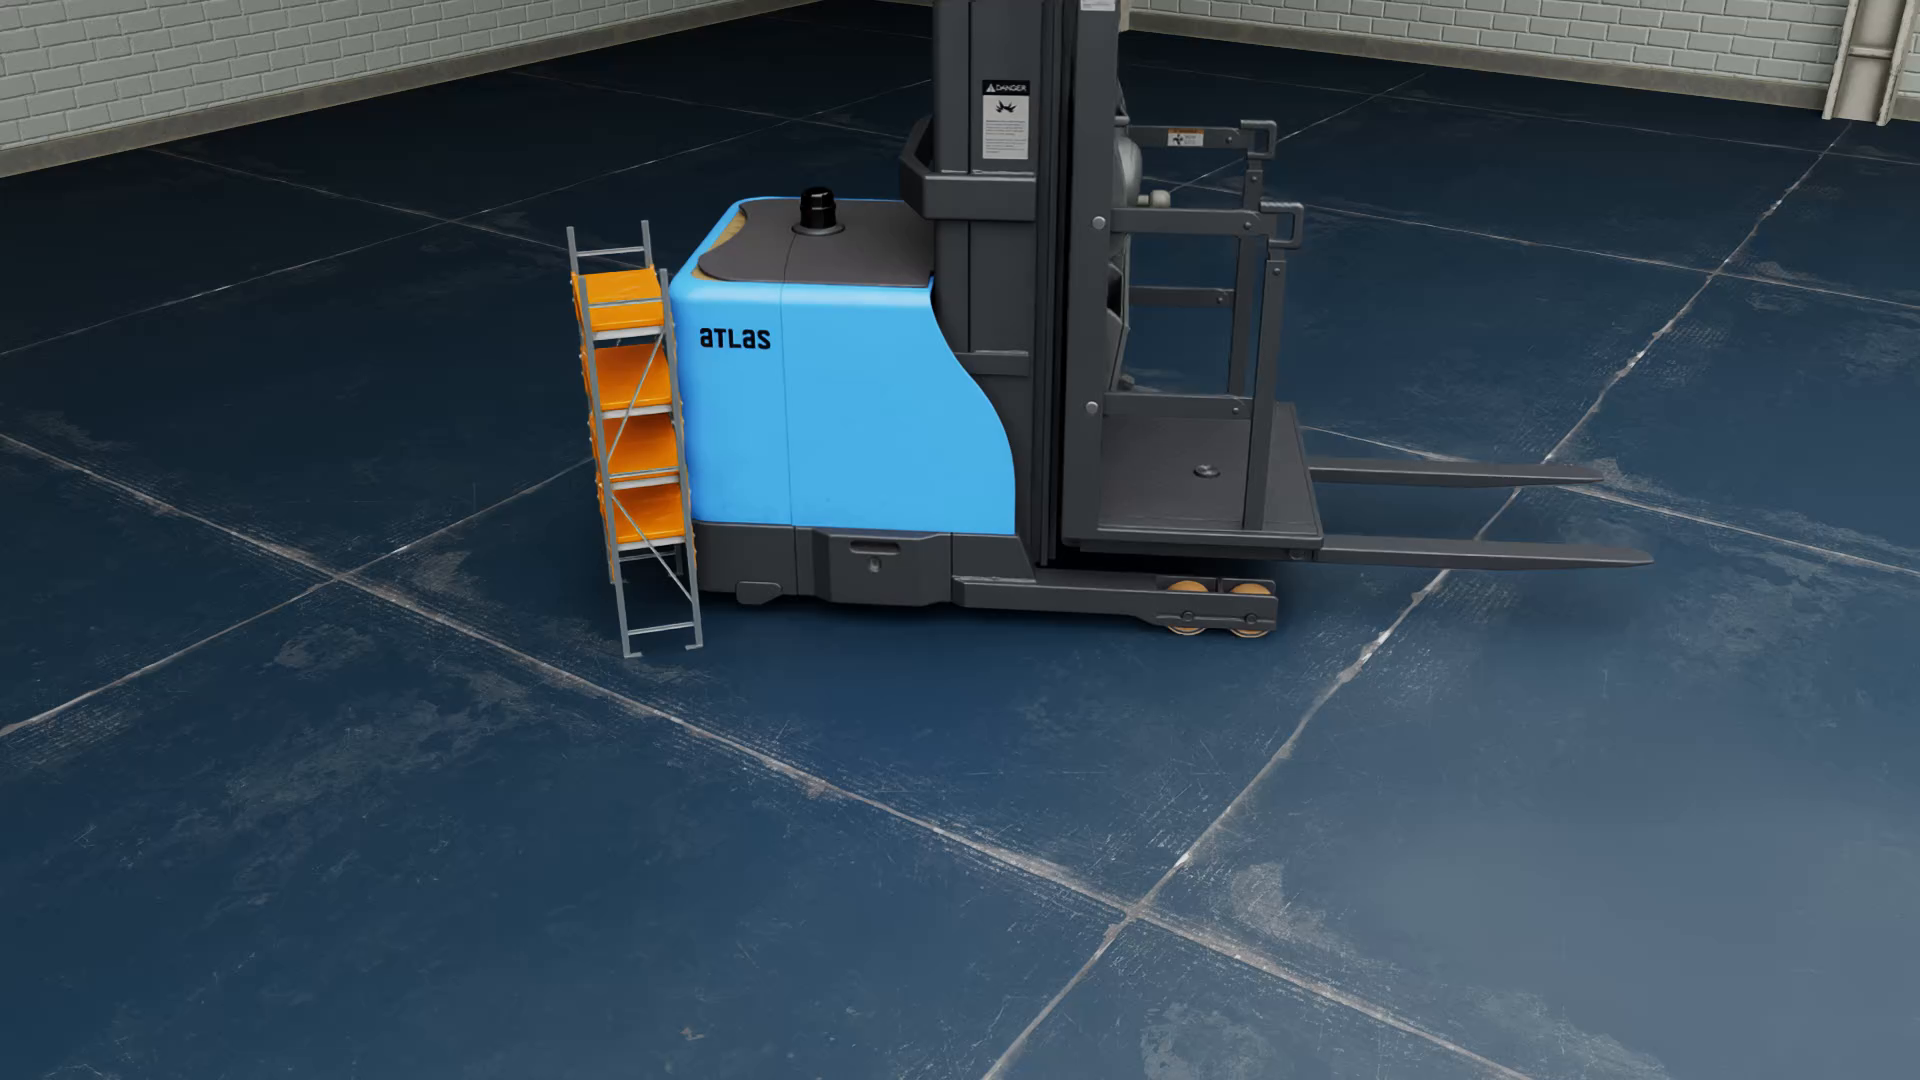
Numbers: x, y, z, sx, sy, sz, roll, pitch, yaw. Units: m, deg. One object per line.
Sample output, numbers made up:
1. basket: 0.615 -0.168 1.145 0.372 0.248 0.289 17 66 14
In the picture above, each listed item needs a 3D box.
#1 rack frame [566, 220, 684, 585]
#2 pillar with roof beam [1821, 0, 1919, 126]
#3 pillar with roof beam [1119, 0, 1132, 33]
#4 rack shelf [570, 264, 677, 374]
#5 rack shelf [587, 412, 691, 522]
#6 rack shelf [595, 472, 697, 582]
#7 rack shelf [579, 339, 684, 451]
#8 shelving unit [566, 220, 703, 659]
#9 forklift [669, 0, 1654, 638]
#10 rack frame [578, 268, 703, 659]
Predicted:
1. rack frame: -1.042 -0.406 5.221 0.240 1.200 0.015 -8 28 -13
2. pillar with roof beam: 3.747 -5.313 6.268 0.400 9.000 9.100 17 32 30
3. pillar with roof beam: -1.199 -6.854 9.296 0.400 9.000 9.100 17 32 30
4. rack shelf: -0.982 -0.649 4.832 0.258 0.148 0.480 -8 28 -13
5. rack shelf: -0.976 -0.240 5.042 0.258 0.148 0.480 -8 28 -13
6. rack shelf: -0.974 -0.063 5.133 0.258 0.148 0.480 -8 28 -13
7. rack shelf: -0.979 -0.439 4.940 0.258 0.148 0.480 -8 28 -13
8. shelving unit: -0.977 -0.299 5.012 0.258 1.200 0.503 -8 28 -13
9. forklift: 0.666 -1.255 4.985 3.031 2.935 1.130 2 27 5
10. rack frame: -0.912 -0.193 4.802 0.240 1.200 0.015 -8 28 -13
